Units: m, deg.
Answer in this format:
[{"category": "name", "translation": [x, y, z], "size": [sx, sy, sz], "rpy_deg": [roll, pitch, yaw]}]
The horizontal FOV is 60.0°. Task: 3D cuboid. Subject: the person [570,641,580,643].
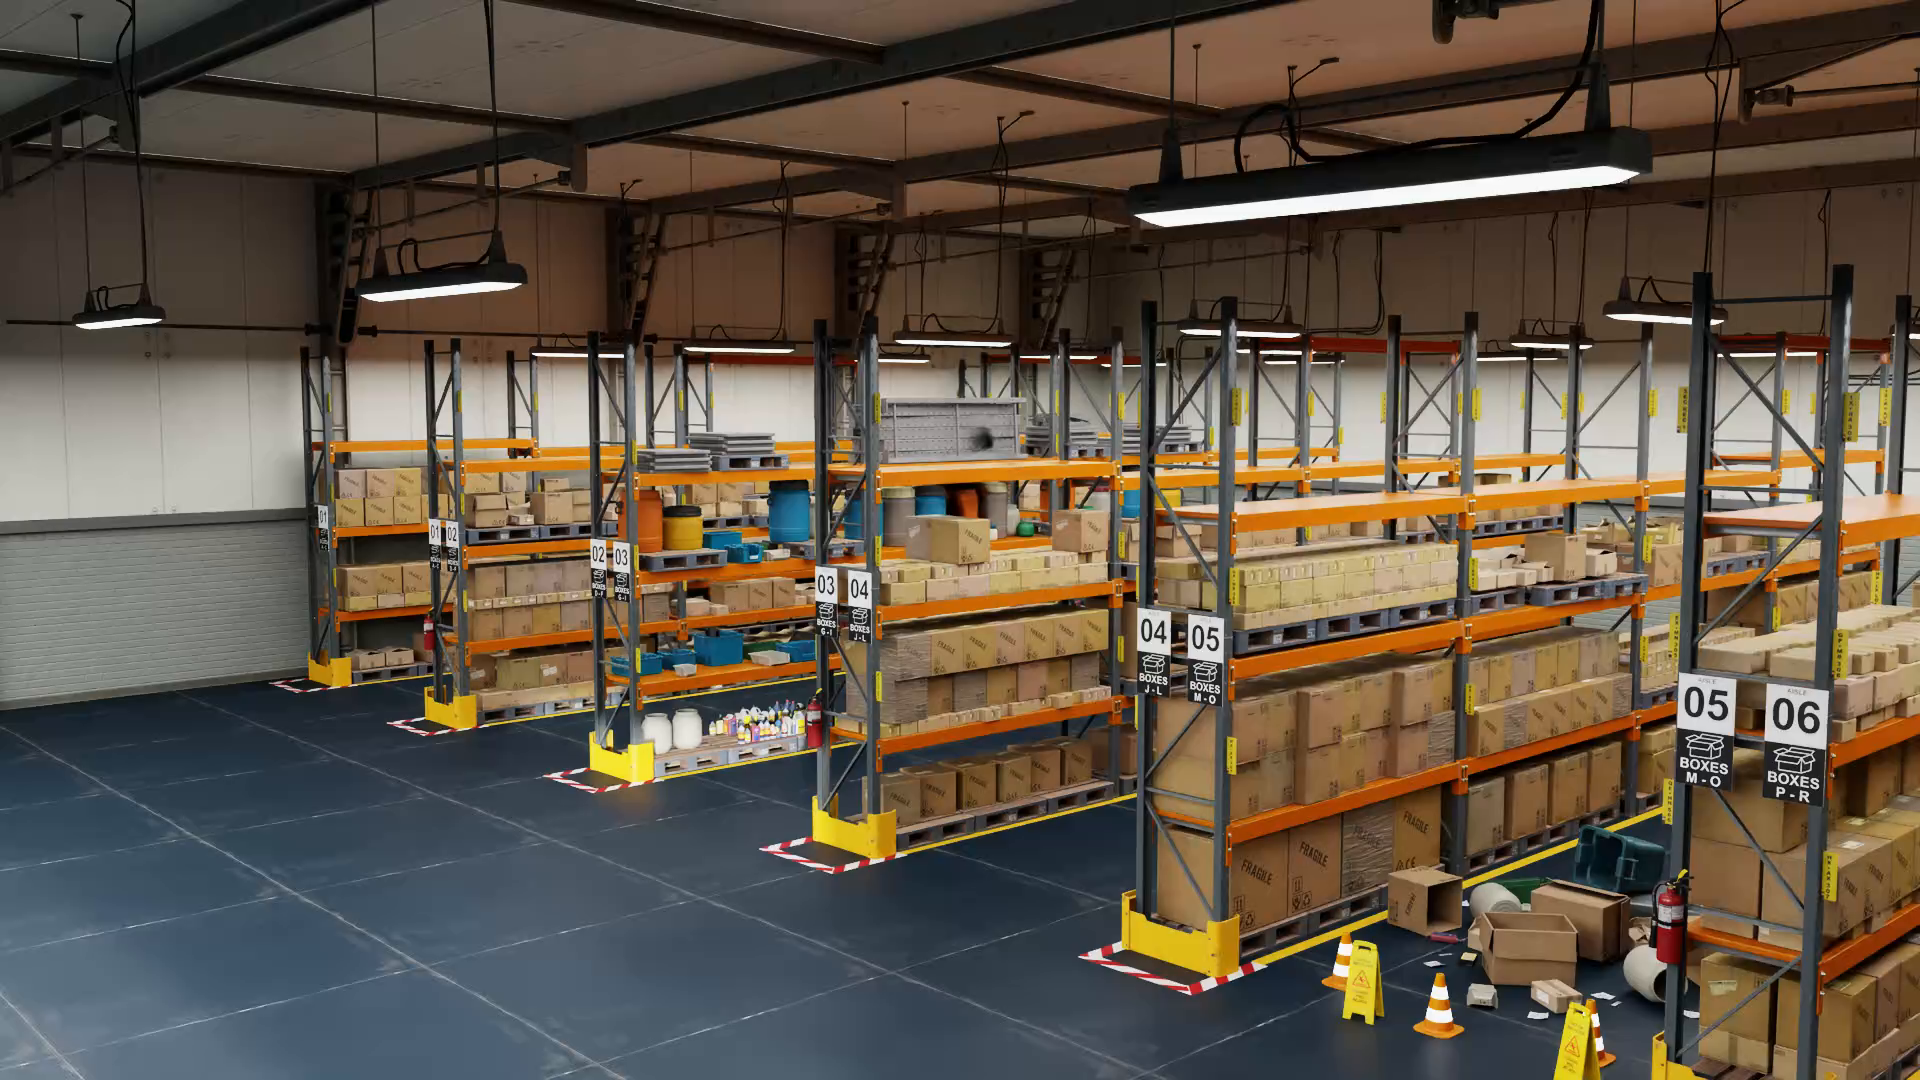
[{"category": "person", "translation": [-6.971, 1.616, 30.321], "size": [0.646, 1.791, 1.108], "rpy_deg": [4, 6, 39]}]
